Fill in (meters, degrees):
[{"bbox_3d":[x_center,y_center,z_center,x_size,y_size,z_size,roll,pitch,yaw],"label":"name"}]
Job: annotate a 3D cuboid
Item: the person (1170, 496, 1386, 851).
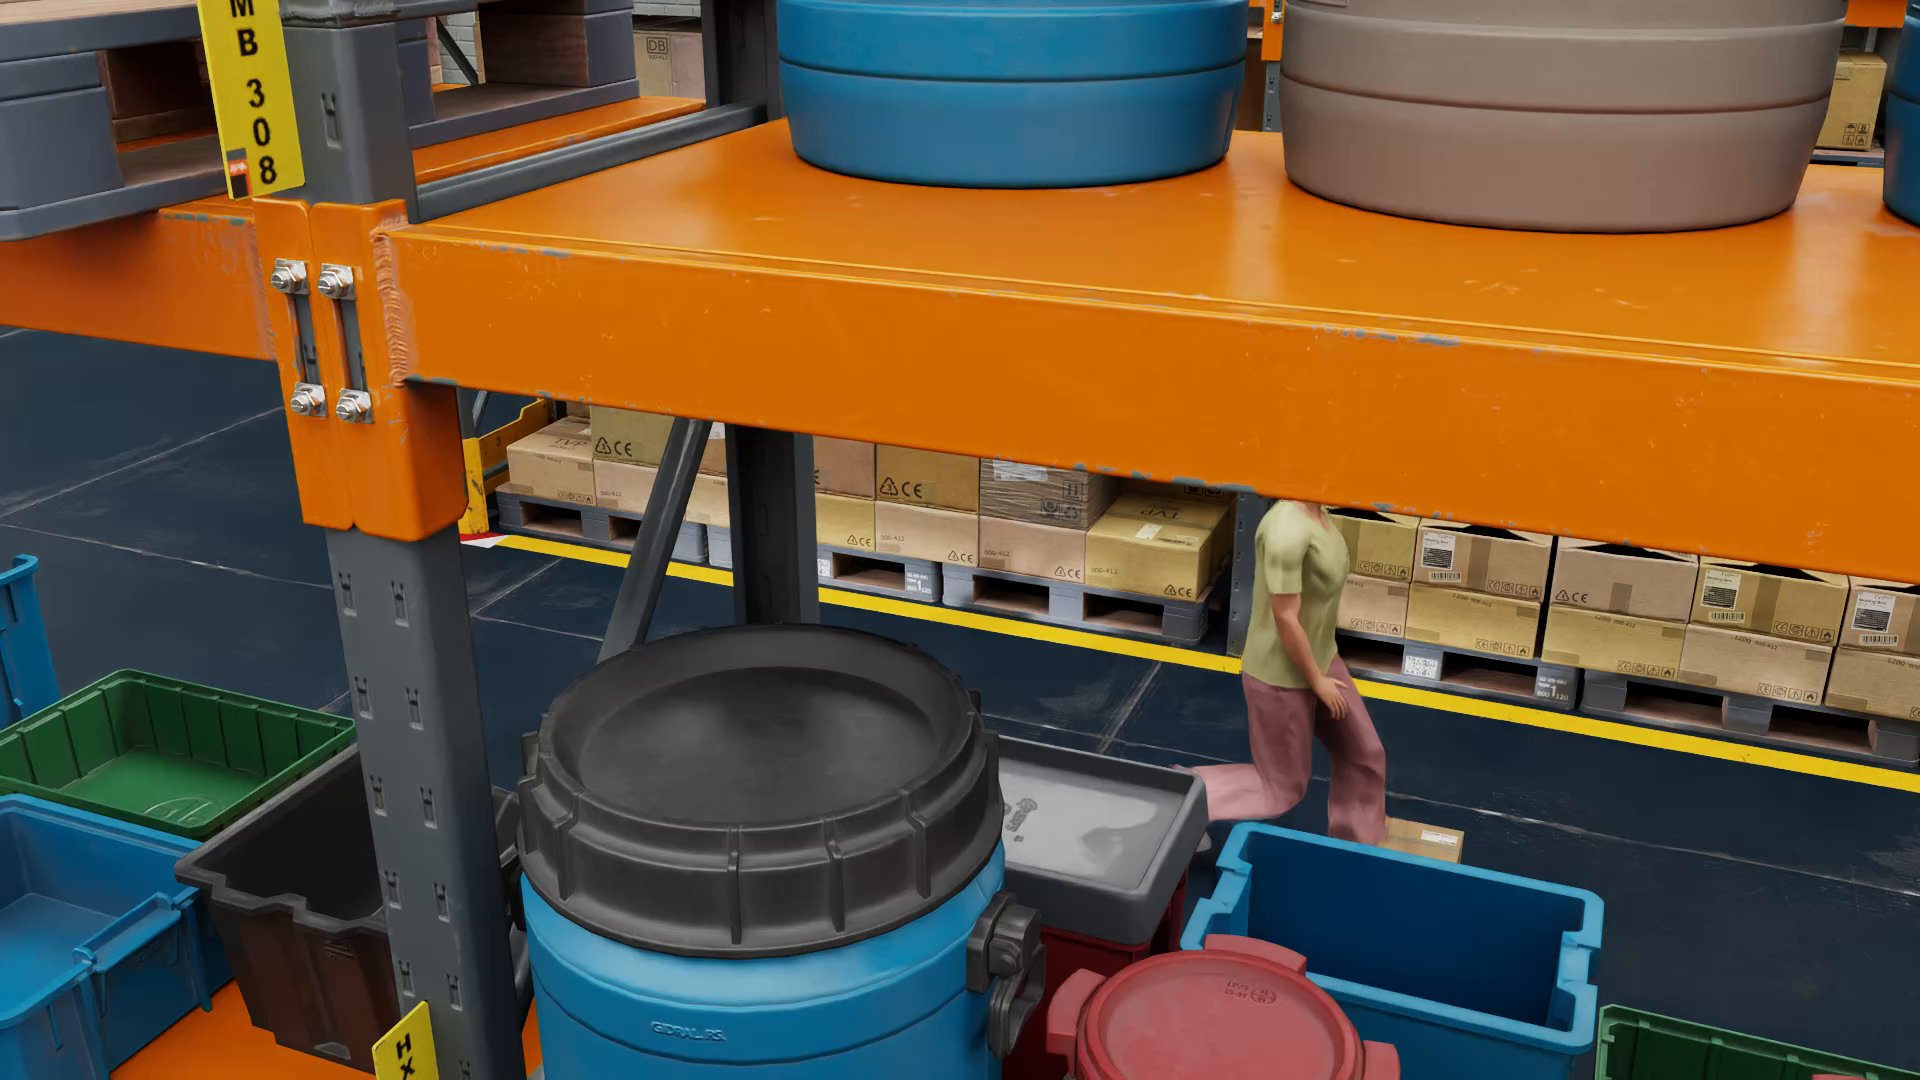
[{"bbox_3d":[1.066,0.392,5.202,0.913,1.616,0.444,12,25,27],"label":"person"}]
